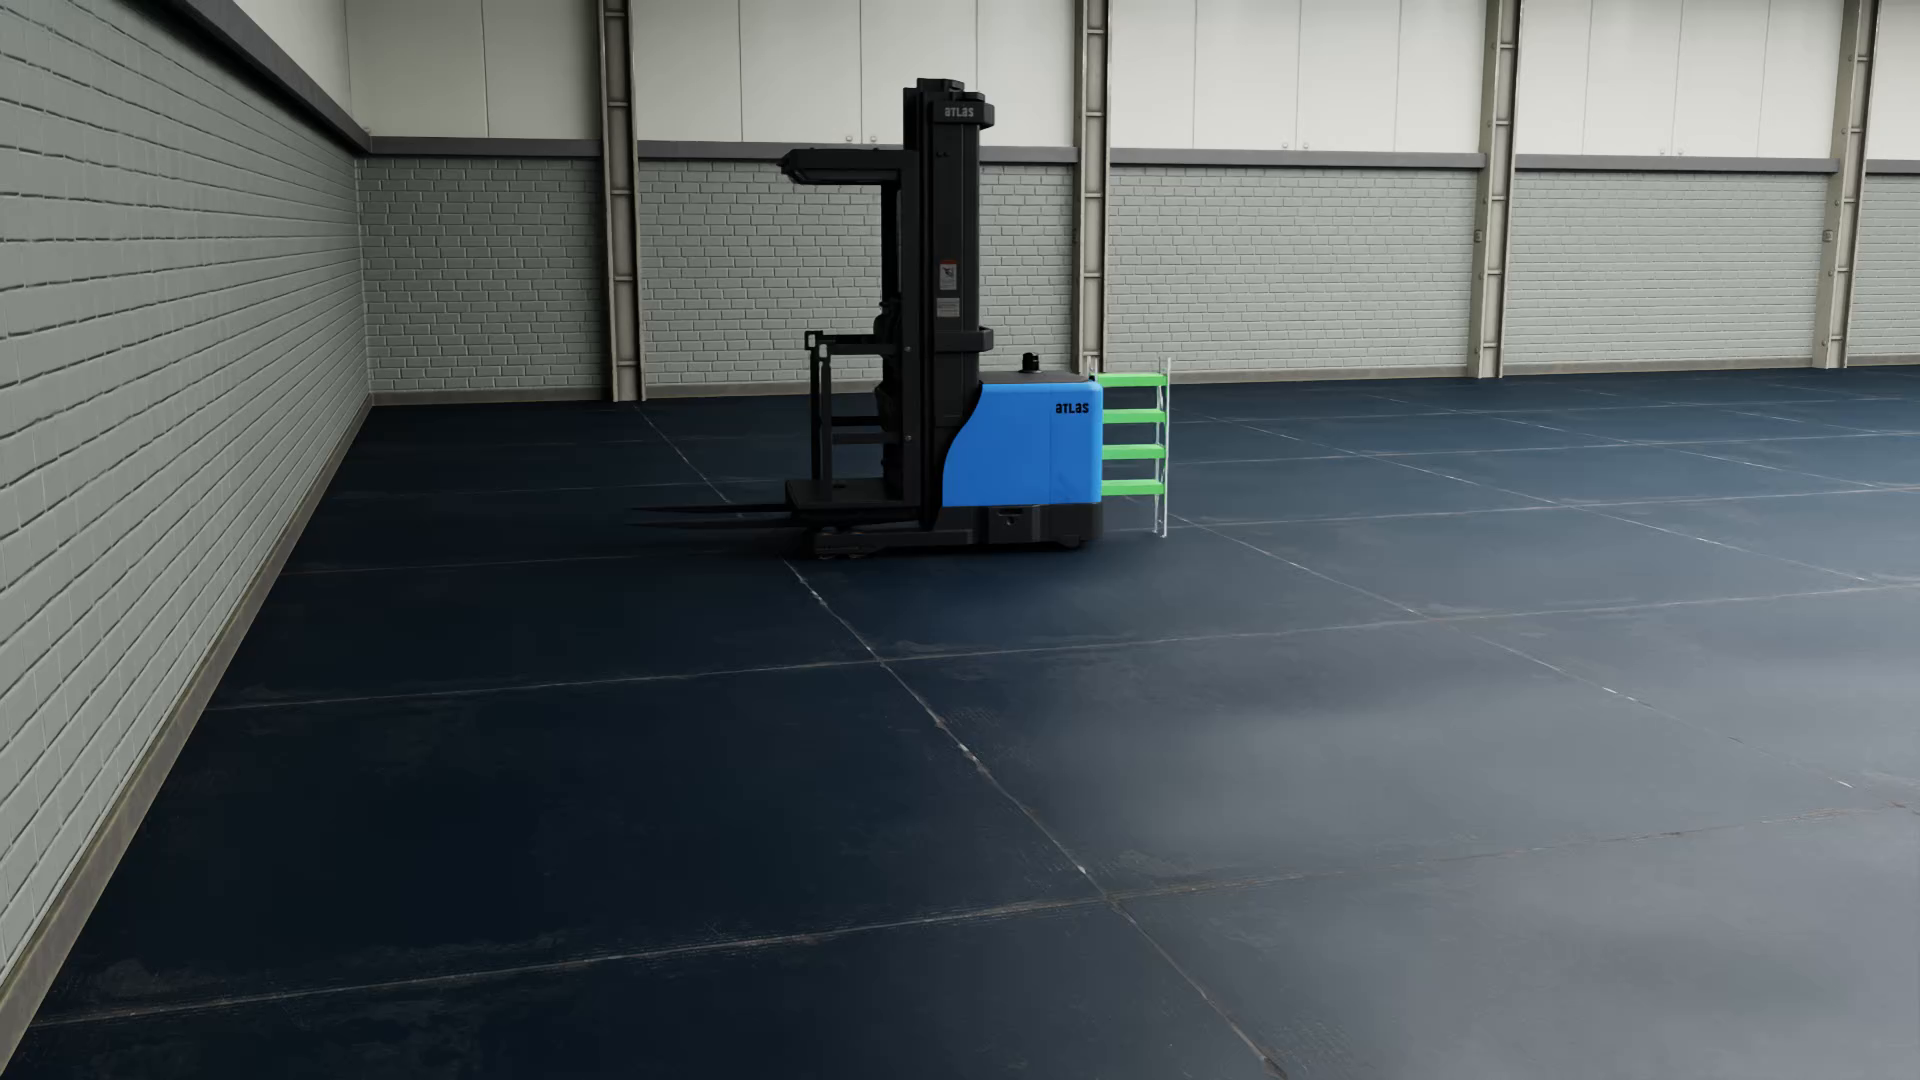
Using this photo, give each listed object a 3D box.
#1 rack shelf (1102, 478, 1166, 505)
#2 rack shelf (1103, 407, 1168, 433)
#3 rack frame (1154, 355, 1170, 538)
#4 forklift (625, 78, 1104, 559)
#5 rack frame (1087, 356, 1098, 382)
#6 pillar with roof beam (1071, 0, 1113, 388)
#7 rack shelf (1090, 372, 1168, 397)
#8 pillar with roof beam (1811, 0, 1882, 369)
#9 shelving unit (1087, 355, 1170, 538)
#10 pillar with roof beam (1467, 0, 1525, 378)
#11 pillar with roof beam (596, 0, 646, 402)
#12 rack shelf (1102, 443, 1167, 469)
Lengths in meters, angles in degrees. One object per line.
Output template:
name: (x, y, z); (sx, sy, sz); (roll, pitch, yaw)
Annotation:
rack shelf: (1.114, -0.322, 11.160); (0.480, 0.148, 0.258); (-2, 11, -9)
rack shelf: (1.114, -0.794, 11.073); (0.480, 0.148, 0.258); (-2, 11, -9)
rack frame: (1.355, -0.628, 11.143); (0.015, 1.200, 0.240); (-2, 11, -9)
forklift: (-0.639, -1.423, 10.681); (3.031, 2.935, 1.130); (-2, 11, -9)
rack frame: (0.873, -0.614, 11.067); (0.015, 1.200, 0.240); (-2, 11, -9)
pillar with roof beam: (2.903, -5.697, 17.136); (0.400, 9.000, 9.100); (-3, 11, -16)
rack shelf: (1.114, -1.030, 11.030); (0.480, 0.148, 0.258); (-2, 11, -9)
pillar with roof beam: (14.424, -6.304, 20.435); (0.400, 9.000, 9.100); (-3, 11, -16)
shelving unit: (1.114, -0.621, 11.105); (0.503, 1.200, 0.258); (-2, 11, -9)
pillar with roof beam: (8.664, -6.000, 18.786); (0.400, 9.000, 9.100); (-3, 11, -16)
pillar with roof beam: (-2.858, -5.393, 15.487); (0.400, 9.000, 9.100); (-3, 11, -16)
rack shelf: (1.114, -0.558, 11.117); (0.480, 0.148, 0.258); (-2, 11, -9)
